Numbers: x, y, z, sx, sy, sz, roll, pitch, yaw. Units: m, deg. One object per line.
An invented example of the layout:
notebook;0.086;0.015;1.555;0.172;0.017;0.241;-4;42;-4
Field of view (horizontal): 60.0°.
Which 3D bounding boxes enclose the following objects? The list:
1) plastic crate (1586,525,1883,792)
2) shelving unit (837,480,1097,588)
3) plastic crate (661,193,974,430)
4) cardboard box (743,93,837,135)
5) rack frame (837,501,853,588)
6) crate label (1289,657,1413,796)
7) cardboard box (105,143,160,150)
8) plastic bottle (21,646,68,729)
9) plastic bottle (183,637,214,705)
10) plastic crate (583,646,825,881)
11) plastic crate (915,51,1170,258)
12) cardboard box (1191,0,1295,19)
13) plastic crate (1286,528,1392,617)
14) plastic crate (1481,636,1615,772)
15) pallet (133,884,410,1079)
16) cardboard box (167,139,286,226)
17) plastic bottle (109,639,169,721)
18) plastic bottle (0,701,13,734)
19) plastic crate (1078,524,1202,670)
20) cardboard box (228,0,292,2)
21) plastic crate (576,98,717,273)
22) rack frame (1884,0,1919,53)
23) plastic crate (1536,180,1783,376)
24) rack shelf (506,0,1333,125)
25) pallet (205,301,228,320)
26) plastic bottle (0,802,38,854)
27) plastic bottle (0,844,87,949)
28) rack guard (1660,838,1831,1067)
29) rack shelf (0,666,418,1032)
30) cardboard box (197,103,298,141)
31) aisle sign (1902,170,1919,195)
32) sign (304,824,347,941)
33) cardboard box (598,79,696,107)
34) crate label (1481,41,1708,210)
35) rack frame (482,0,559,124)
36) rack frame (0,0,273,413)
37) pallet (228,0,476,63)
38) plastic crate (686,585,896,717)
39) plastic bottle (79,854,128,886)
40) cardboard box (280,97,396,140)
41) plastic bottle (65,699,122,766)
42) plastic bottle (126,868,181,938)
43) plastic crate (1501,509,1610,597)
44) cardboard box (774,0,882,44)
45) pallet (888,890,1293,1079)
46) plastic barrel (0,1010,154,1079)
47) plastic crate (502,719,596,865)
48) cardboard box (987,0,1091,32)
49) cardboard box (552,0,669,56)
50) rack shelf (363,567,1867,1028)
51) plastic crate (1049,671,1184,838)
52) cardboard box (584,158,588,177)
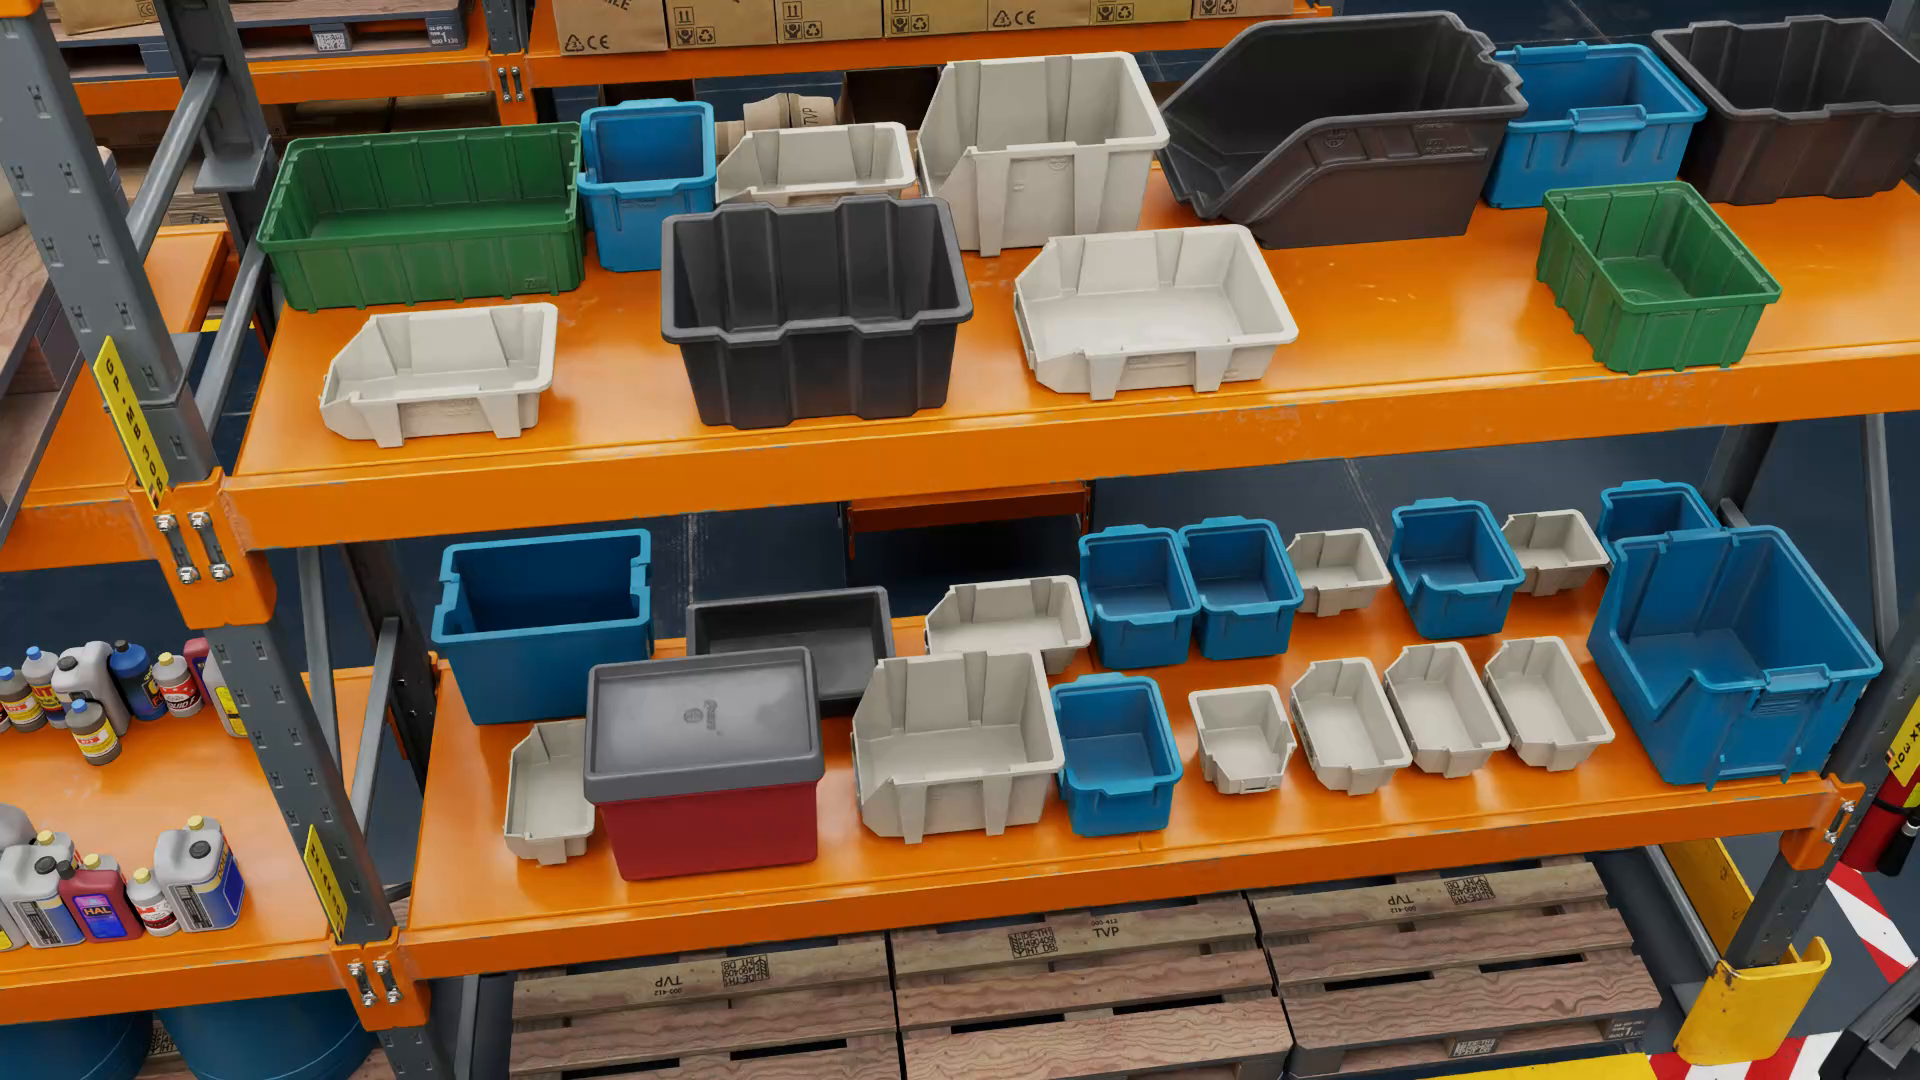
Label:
plastic crate;2.100;0.316;4.589;0.499;0.435;0.616;-5;42;-6
shelving unit;0.007;-0.418;6.874;1.048;1.125;0.538;-5;42;-6
plastic crate;-0.291;-0.446;3.363;0.590;0.269;0.497;-5;42;-6
cardboard box;-0.925;-2.213;9.142;0.500;0.311;0.500;-5;42;-6
rack frame;-0.497;-0.374;6.825;0.032;1.125;0.500;-5;42;-6
crate label;1.061;0.521;4.585;0.243;0.136;0.396;-5;42;-6
cardboard box;-4.233;-1.964;8.726;0.500;0.500;0.500;-6;42;-7
plastic bottle;-2.548;0.404;4.659;0.097;0.271;0.097;0;42;0
plastic bottle;-2.109;0.349;4.711;0.133;0.283;0.061;-5;42;-6
plastic crate;-0.640;0.588;4.266;0.583;0.464;0.402;-5;42;-6
plastic crate;0.170;-0.884;3.840;0.530;0.282;0.437;-5;42;-6
cardboard box;1.361;-2.909;8.161;0.500;0.500;0.500;-4;42;-4
plastic crate;1.119;0.108;5.043;0.298;0.136;0.250;-5;42;-6
plastic crate;1.623;0.465;4.647;0.243;0.136;0.396;-5;42;-6
pallet;-2.329;1.620;5.296;1.213;0.211;1.003;-5;42;-6
cardboard box;-3.637;-1.666;8.395;0.500;0.500;0.500;-5;42;-5
plastic bottle;-2.318;0.384;4.681;0.097;0.271;0.097;0;42;0
plastic bottle;-2.741;0.447;4.663;0.097;0.201;0.097;0;42;0
plastic crate;0.517;0.181;4.890;0.300;0.233;0.416;-5;42;-6
cardboard box;-3.369;-2.943;7.885;0.500;0.500;0.700;1;42;1
plastic crate;-0.697;-0.797;3.780;0.300;0.233;0.416;-5;42;-6
rack frame;2.408;-2.030;2.782;0.127;3.000;1.000;-5;42;-6
plastic crate;1.467;-0.562;3.552;0.336;0.188;0.450;-5;42;-6
rack shelf;-0.214;-2.651;8.487;4.000;0.370;1.077;-5;42;-6
pallet;-4.211;-1.505;8.761;1.213;0.211;1.003;-5;42;-6
plastic bottle;-2.446;0.765;4.199;0.185;0.351;0.144;-5;42;-6
plastic bottle;-2.269;0.872;4.136;0.135;0.276;0.152;-5;42;-6
rack guard;2.430;1.115;5.640;0.348;0.500;1.175;-5;42;-6
rack shelf;-3.541;0.986;4.454;4.000;0.370;1.077;-5;42;-6
cardboard box;-3.700;-2.291;8.529;0.500;0.250;0.500;-5;42;-5
aisle sign;2.441;-0.971;4.146;0.004;0.787;0.394;-5;42;-6
sign;-1.489;0.808;3.908;0.005;0.325;0.100;-5;42;-6
cardboard box;-1.669;-2.218;9.007;0.500;0.500;0.500;-5;42;-6
crate label;1.451;-0.995;3.985;0.502;0.251;0.408;-5;42;-6
rack frame;-2.197;-2.745;8.053;0.127;3.000;1.000;-5;42;-6
rack frame;-1.558;-1.682;2.396;0.127;3.000;1.000;-5;42;-6
pallet;-3.003;-2.676;8.121;1.213;0.211;1.003;-5;42;-6
plastic crate;-0.483;0.350;4.783;0.590;0.125;0.437;-5;42;-6
plastic bottle;-2.159;0.867;4.197;0.097;0.201;0.097;0;42;0
cardboard box;-3.235;-2.046;8.816;0.500;0.500;0.500;-4;42;-5
plastic bottle;-2.395;0.519;4.583;0.097;0.201;0.097;0;42;0
plastic bottle;-2.019;0.896;4.165;0.097;0.201;0.097;0;42;0
plastic crate;1.792;0.049;5.108;0.298;0.136;0.250;-5;42;-6
cardboard box;-0.652;-2.734;7.966;0.500;0.500;0.500;-5;42;-6
pallet;0.378;1.383;5.559;1.213;0.211;1.003;-5;42;-6
plastic barrel;-2.802;1.266;4.860;0.708;0.901;0.600;-5;42;-6
plastic crate;-1.078;0.675;4.414;0.243;0.136;0.396;-5;42;-6
cardboard box;0.351;-2.822;8.065;0.500;0.500;0.500;-5;42;-5
cardboard box;-1.656;-2.645;7.868;0.500;0.500;0.500;-4;42;-4
rack shelf;0.425;0.639;4.839;4.000;0.370;1.077;-5;42;-6
plastic crate;0.405;0.587;4.440;0.300;0.233;0.416;-5;42;-6
cardboard box;-1.752;-1.802;8.688;0.500;0.311;0.500;-5;42;-6
